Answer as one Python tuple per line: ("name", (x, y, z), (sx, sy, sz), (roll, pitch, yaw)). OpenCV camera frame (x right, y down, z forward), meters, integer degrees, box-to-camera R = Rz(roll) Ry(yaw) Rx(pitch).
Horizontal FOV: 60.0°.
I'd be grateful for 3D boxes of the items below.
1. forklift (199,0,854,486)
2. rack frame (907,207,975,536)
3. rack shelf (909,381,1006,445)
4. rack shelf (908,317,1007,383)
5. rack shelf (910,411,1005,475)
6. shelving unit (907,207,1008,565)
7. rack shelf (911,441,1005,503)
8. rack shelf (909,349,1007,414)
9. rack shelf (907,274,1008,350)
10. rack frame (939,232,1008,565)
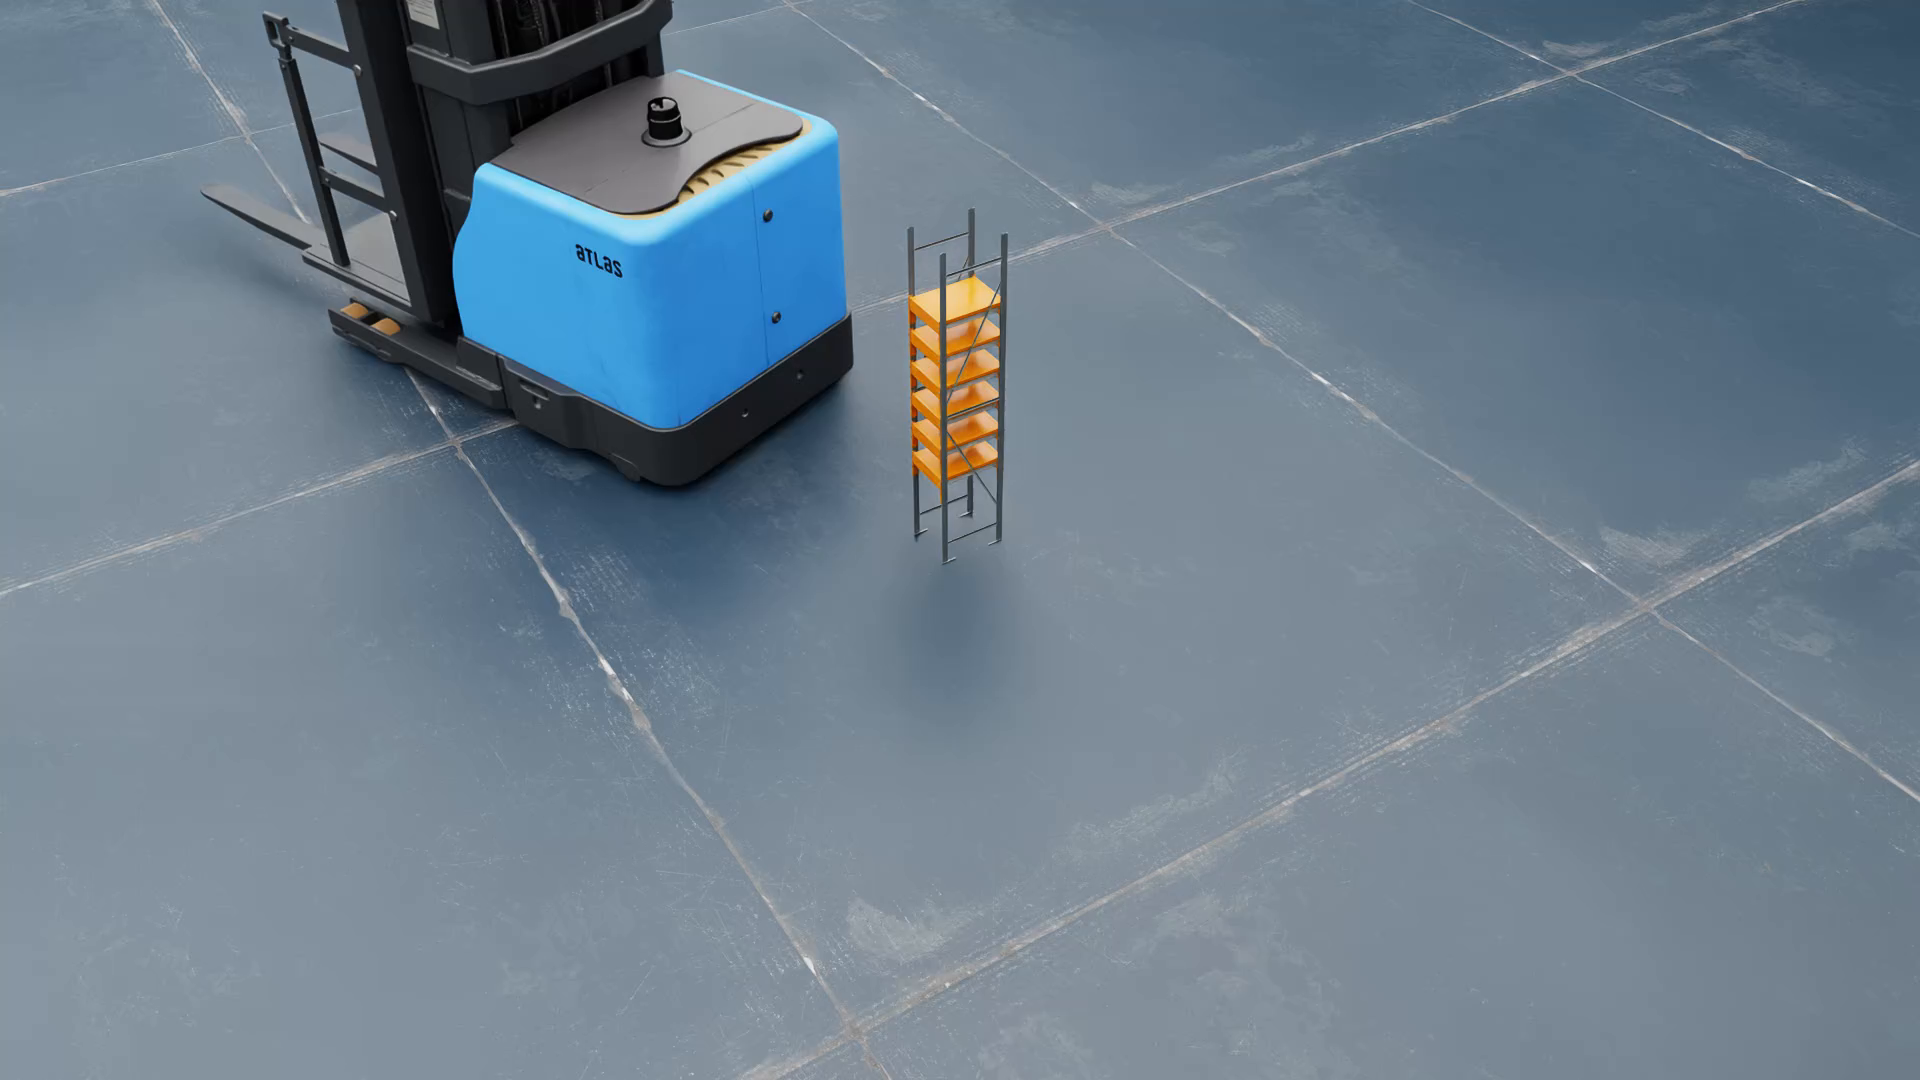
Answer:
("forklift", (-1.899, -2.080, 5.956), (3.031, 2.935, 1.130), (25, 46, 27))
("rack frame", (-0.057, -0.518, 5.435), (0.240, 1.200, 0.006), (-22, 45, -24))
("rack shelf", (-0.008, -0.435, 5.404), (0.258, 0.103, 0.180), (-22, 45, -24))
("rack shelf", (-0.008, -0.619, 5.250), (0.258, 0.103, 0.180), (-22, 45, -24))
("rack shelf", (-0.008, -0.342, 5.481), (0.258, 0.103, 0.180), (-22, 45, -24))
("shelving unit", (-0.008, -0.469, 5.375), (0.258, 1.200, 0.189), (-22, 45, -24))
("rack shelf", (-0.008, -0.250, 5.557), (0.258, 0.103, 0.180), (-22, 45, -24))
("rack shelf", (-0.008, -0.527, 5.327), (0.258, 0.103, 0.180), (-22, 45, -24))
("rack shelf", (-0.008, -0.711, 5.173), (0.258, 0.103, 0.180), (-22, 45, -24))
("rack frame", (0.041, -0.419, 5.316), (0.240, 1.200, 0.006), (-22, 45, -24))
